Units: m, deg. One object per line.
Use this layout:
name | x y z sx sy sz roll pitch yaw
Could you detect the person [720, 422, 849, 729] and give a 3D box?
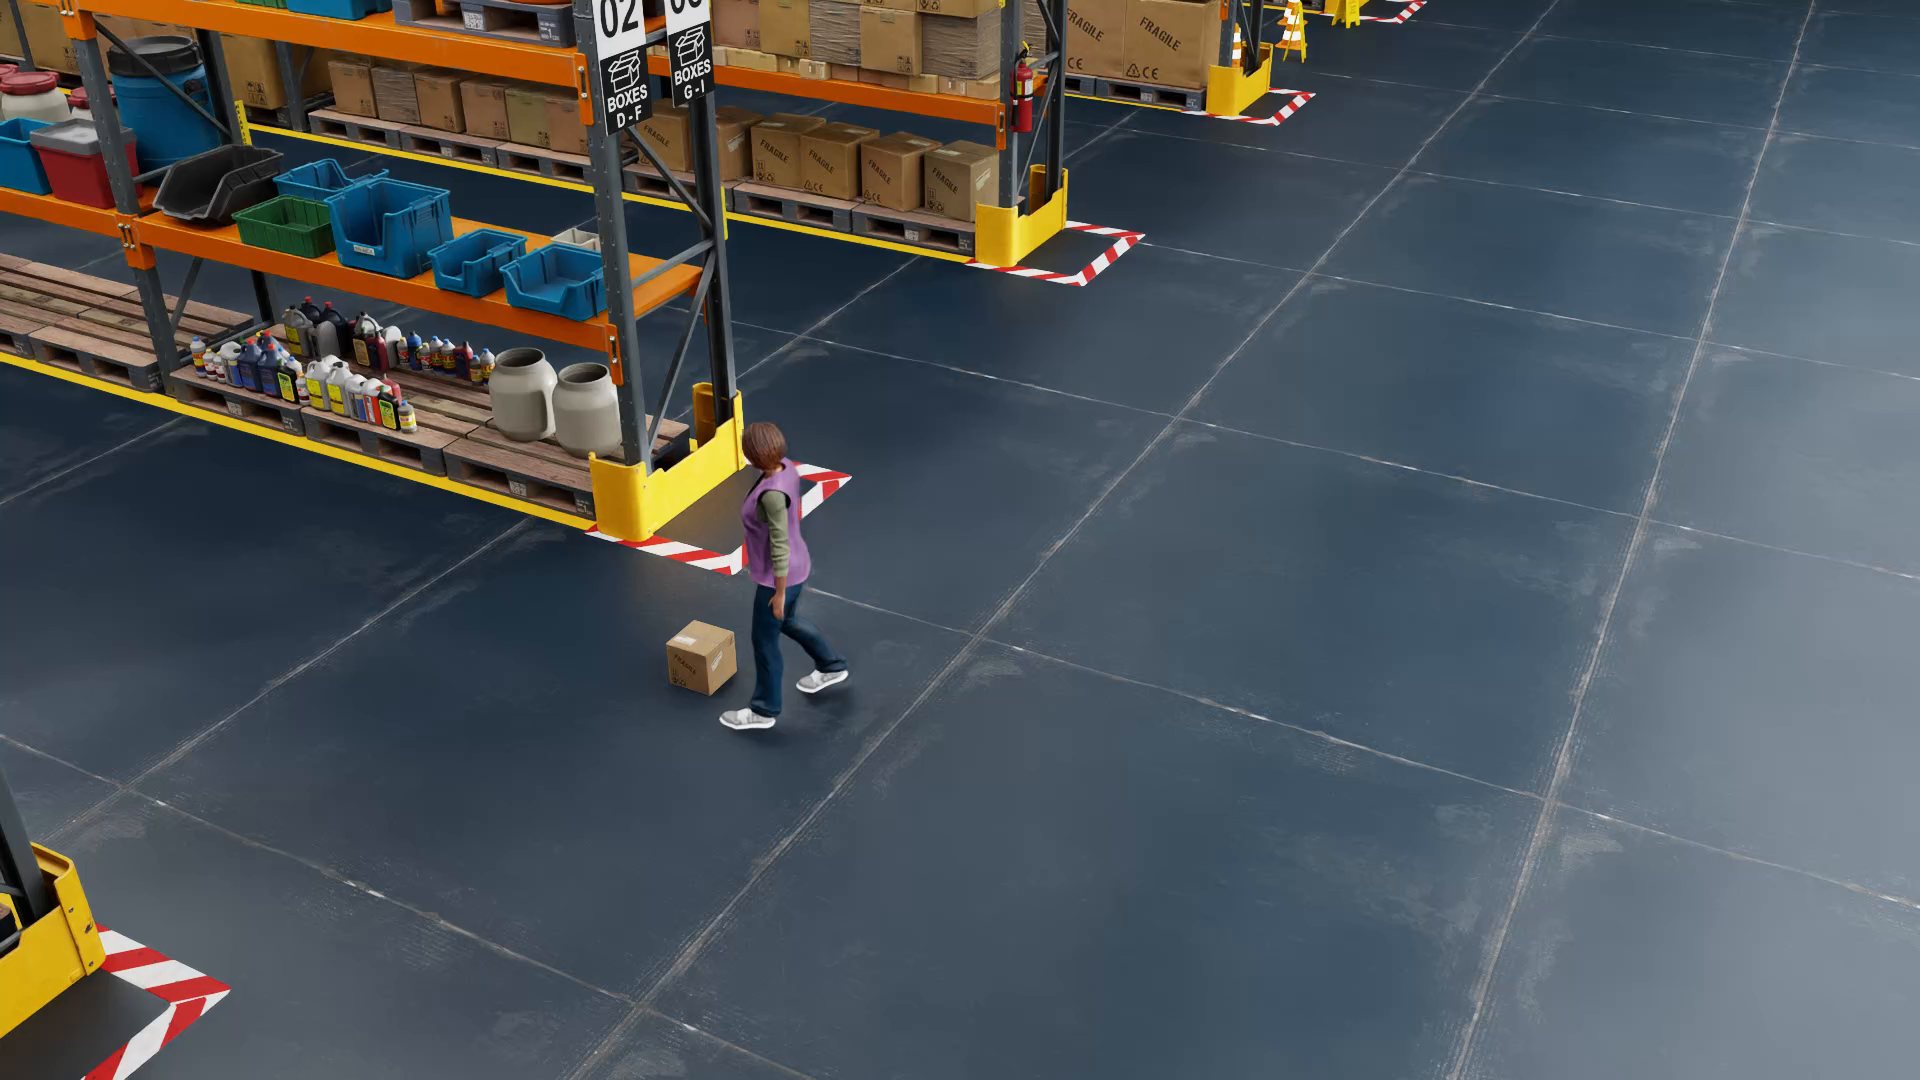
person | -0.876 0.159 7.998 0.615 1.575 0.460 1 30 1
